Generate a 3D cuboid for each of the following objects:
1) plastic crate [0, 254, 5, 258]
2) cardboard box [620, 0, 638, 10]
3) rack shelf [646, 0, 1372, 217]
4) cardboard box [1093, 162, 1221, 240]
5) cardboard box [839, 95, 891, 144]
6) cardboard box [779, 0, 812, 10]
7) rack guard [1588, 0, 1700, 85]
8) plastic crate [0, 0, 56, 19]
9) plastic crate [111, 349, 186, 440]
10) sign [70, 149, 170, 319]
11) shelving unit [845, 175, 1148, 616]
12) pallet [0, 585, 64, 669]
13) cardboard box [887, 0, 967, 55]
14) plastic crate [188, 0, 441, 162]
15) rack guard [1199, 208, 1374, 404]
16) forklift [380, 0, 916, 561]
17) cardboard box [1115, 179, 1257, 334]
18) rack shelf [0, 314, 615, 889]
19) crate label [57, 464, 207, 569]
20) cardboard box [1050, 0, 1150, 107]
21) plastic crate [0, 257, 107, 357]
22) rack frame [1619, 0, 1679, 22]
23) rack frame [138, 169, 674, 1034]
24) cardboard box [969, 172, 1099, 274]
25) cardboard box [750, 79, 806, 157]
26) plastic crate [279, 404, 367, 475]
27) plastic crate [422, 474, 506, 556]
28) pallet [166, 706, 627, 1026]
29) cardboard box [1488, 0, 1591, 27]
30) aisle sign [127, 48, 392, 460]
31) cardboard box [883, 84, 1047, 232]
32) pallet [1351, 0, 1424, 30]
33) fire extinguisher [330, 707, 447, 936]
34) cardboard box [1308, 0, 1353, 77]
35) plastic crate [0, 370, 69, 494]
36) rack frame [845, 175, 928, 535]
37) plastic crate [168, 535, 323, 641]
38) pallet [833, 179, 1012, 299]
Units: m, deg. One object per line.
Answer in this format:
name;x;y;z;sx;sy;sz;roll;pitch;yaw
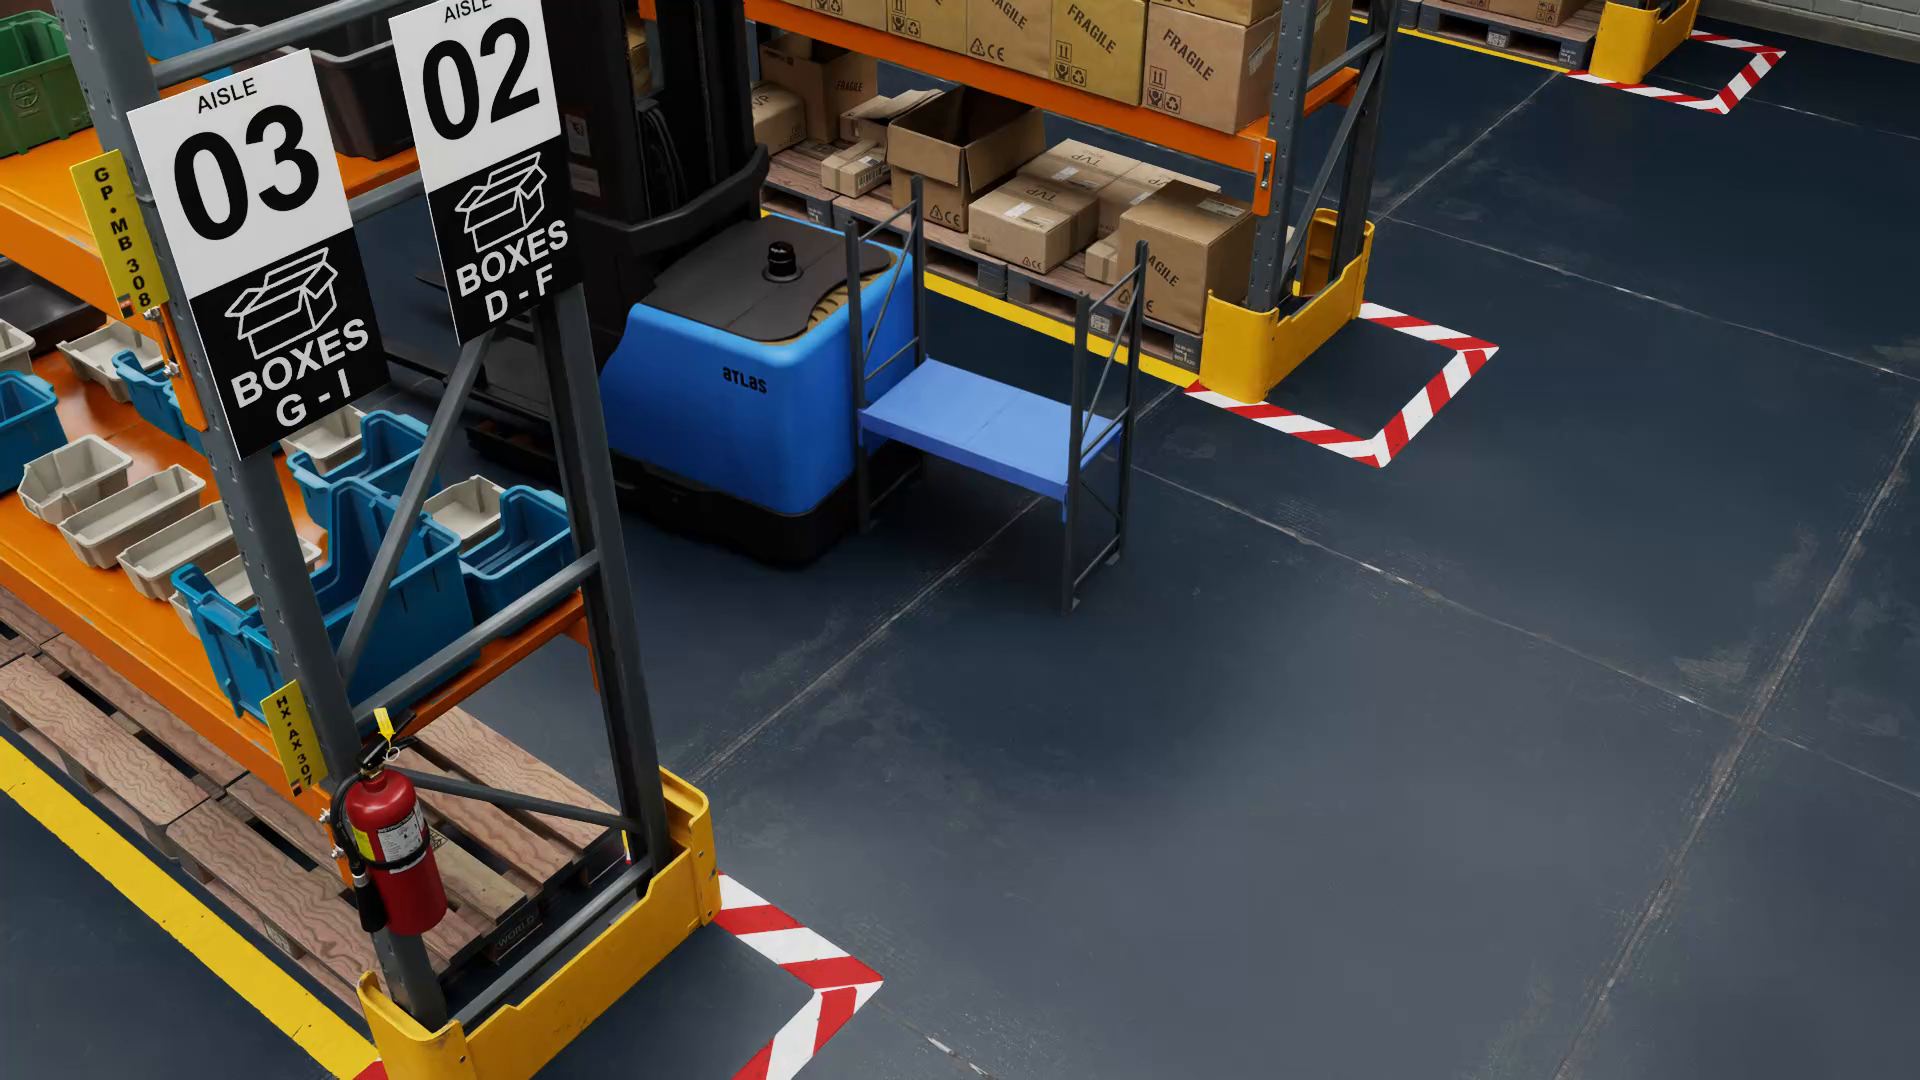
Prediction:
plastic crate;-3.901;-1.232;6.354;0.575;0.384;0.392;25;45;29
cardboard box;-2.134;-3.330;10.741;0.500;0.500;0.500;26;45;29
rack shelf;0.121;-2.614;8.739;4.000;0.370;1.077;25;45;29
cardboard box;1.053;-1.769;8.949;0.500;0.250;0.500;25;45;29
cardboard box;-0.508;-2.511;9.980;0.250;0.149;0.380;25;45;29
cardboard box;-0.819;-3.171;8.786;0.500;0.500;0.500;26;45;29
rack guard;4.736;-3.582;11.419;0.348;0.500;1.175;25;45;29
plastic crate;-2.349;-1.587;4.462;0.767;0.338;0.504;25;45;29
plastic crate;-2.583;-0.541;5.595;0.300;0.233;0.416;25;45;29
sign;-1.624;-0.589;3.220;0.005;0.325;0.100;25;45;29
shelving unit;0.133;-0.579;6.773;1.048;1.500;0.538;21;43;25
pallet;-3.872;0.132;6.910;1.213;0.211;1.003;25;45;29
cardboard box;-0.018;-2.793;8.303;0.500;0.500;0.500;25;44;28
plastic crate;-1.439;-1.134;3.938;0.590;0.269;0.497;25;45;29
rack guard;1.650;-1.192;8.367;0.348;0.500;1.175;25;45;29
forklift;-1.690;-1.738;7.093;3.031;2.935;1.130;20;42;24
cardboard box;1.128;-1.420;8.301;0.500;0.500;0.500;25;45;29
rack shelf;-2.891;-0.190;5.643;4.000;0.370;1.077;25;45;29
crate label;-2.518;-0.069;5.070;0.243;0.136;0.396;25;45;29
cardboard box;0.775;-2.415;7.820;0.500;0.500;0.500;26;45;29
plastic crate;-3.427;-0.850;6.077;0.590;0.125;0.437;25;45;29
rack frame;4.716;-4.575;10.660;0.127;3.000;1.000;25;45;29
rack frame;-1.302;0.276;4.464;0.127;3.000;1.000;25;45;29
cardboard box;0.392;-1.692;8.852;0.500;0.250;0.500;25;45;29
cardboard box;-1.265;-2.498;9.831;0.500;0.311;0.500;25;45;29
plastic crate;-2.042;-0.312;5.381;0.298;0.136;0.250;25;45;29
plastic crate;-1.503;-0.058;5.056;0.298;0.136;0.250;25;45;29
pallet;-1.934;1.046;5.743;1.213;0.211;1.003;25;45;29
cardboard box;4.100;-3.969;11.574;0.500;0.500;0.700;25;45;29
aisle sign;-1.423;-0.577;3.445;0.004;0.787;0.394;25;45;29
cardboard box;0.028;-2.135;9.212;0.637;0.503;0.797;25;45;29
pallet;3.069;-4.195;12.438;1.213;0.211;1.003;25;45;29
fire extinguisher;-1.459;0.732;4.247;0.183;0.674;0.296;25;45;29
cardboard box;1.518;-2.483;7.907;0.500;0.500;0.500;26;45;29
plastic crate;-3.089;-0.325;5.319;0.300;0.233;0.416;25;45;29
rack frame;-0.296;-0.747;6.988;0.032;1.500;0.500;21;43;25
plastic crate;-2.060;0.139;4.804;0.243;0.136;0.396;25;45;29
pallet;0.051;-1.834;9.421;1.213;0.211;1.003;25;45;29
